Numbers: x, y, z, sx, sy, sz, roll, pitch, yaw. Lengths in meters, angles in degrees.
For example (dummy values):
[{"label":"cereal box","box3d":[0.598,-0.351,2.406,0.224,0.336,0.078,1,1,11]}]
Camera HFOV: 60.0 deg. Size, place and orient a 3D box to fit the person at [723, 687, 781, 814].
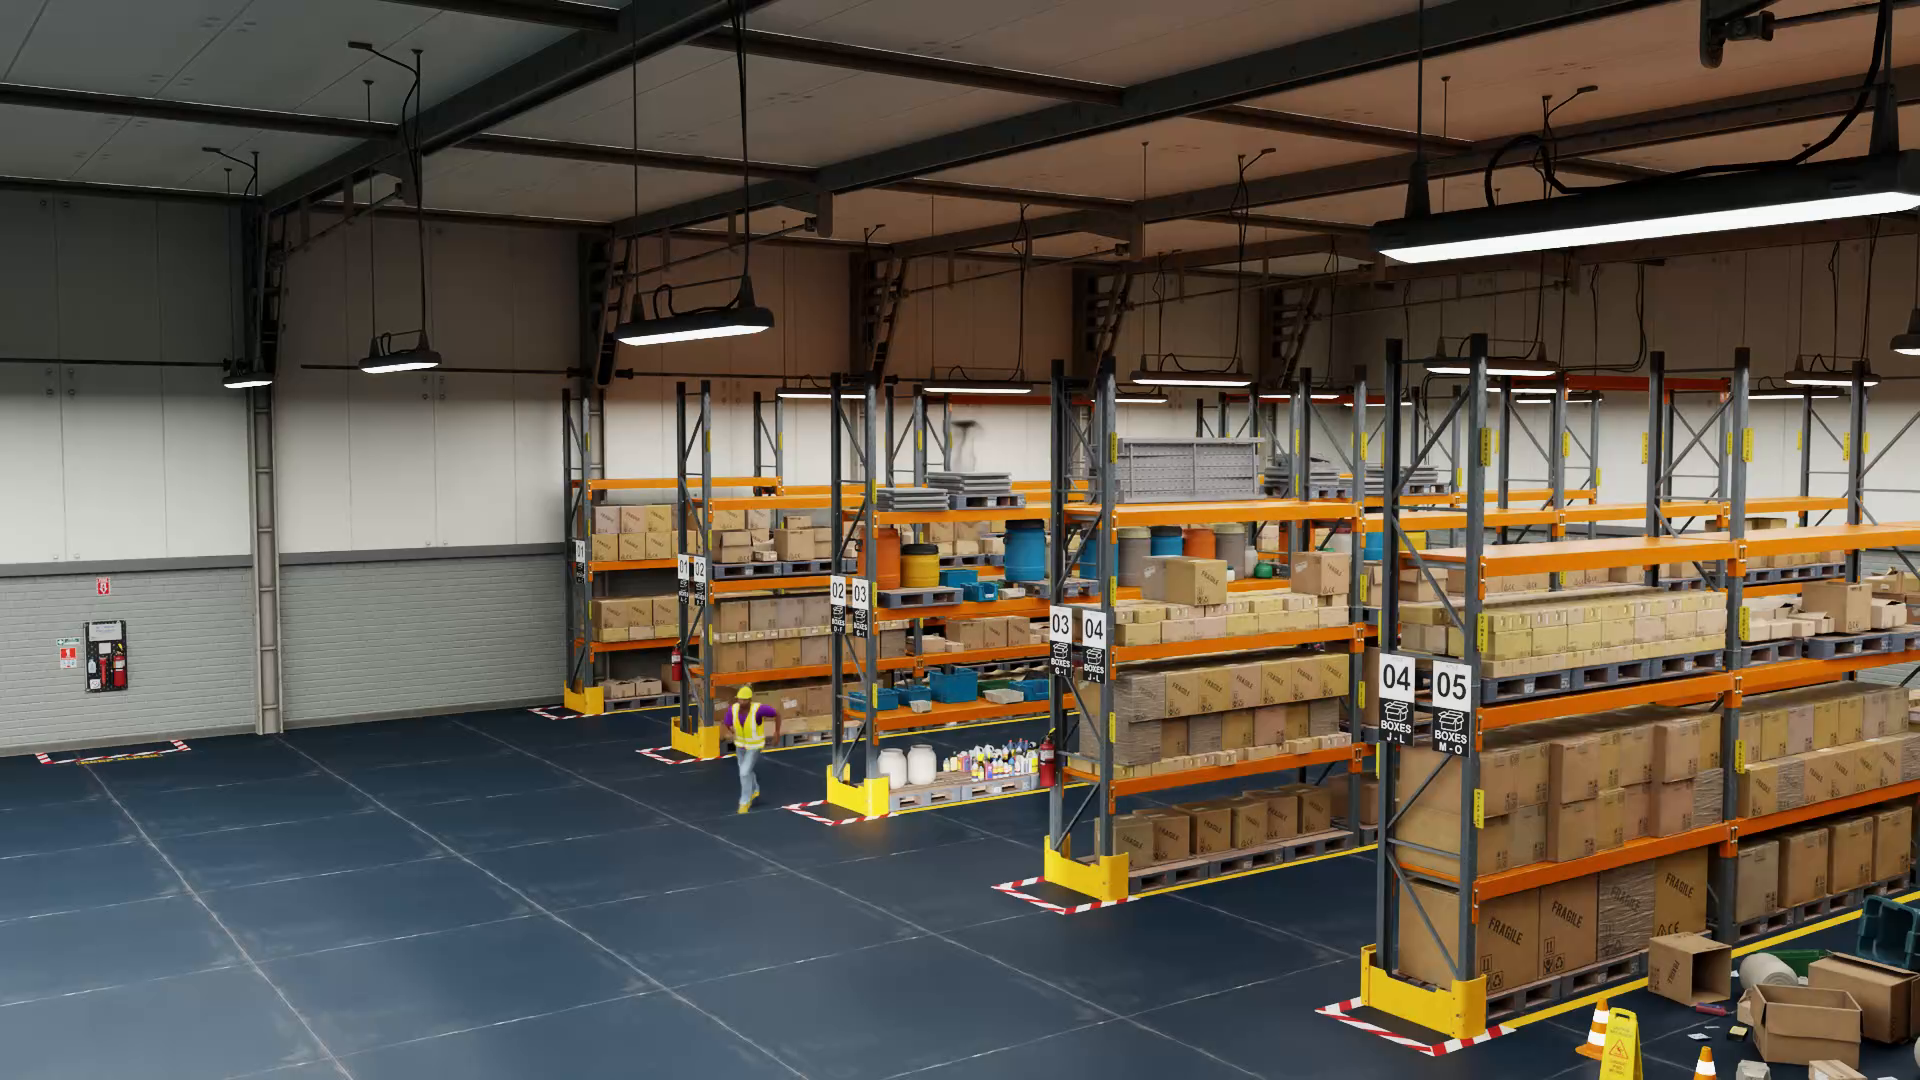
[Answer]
[{"label":"person","box3d":[-2.847,2.863,22.765,0.752,1.776,0.841,1,4,21]}]
